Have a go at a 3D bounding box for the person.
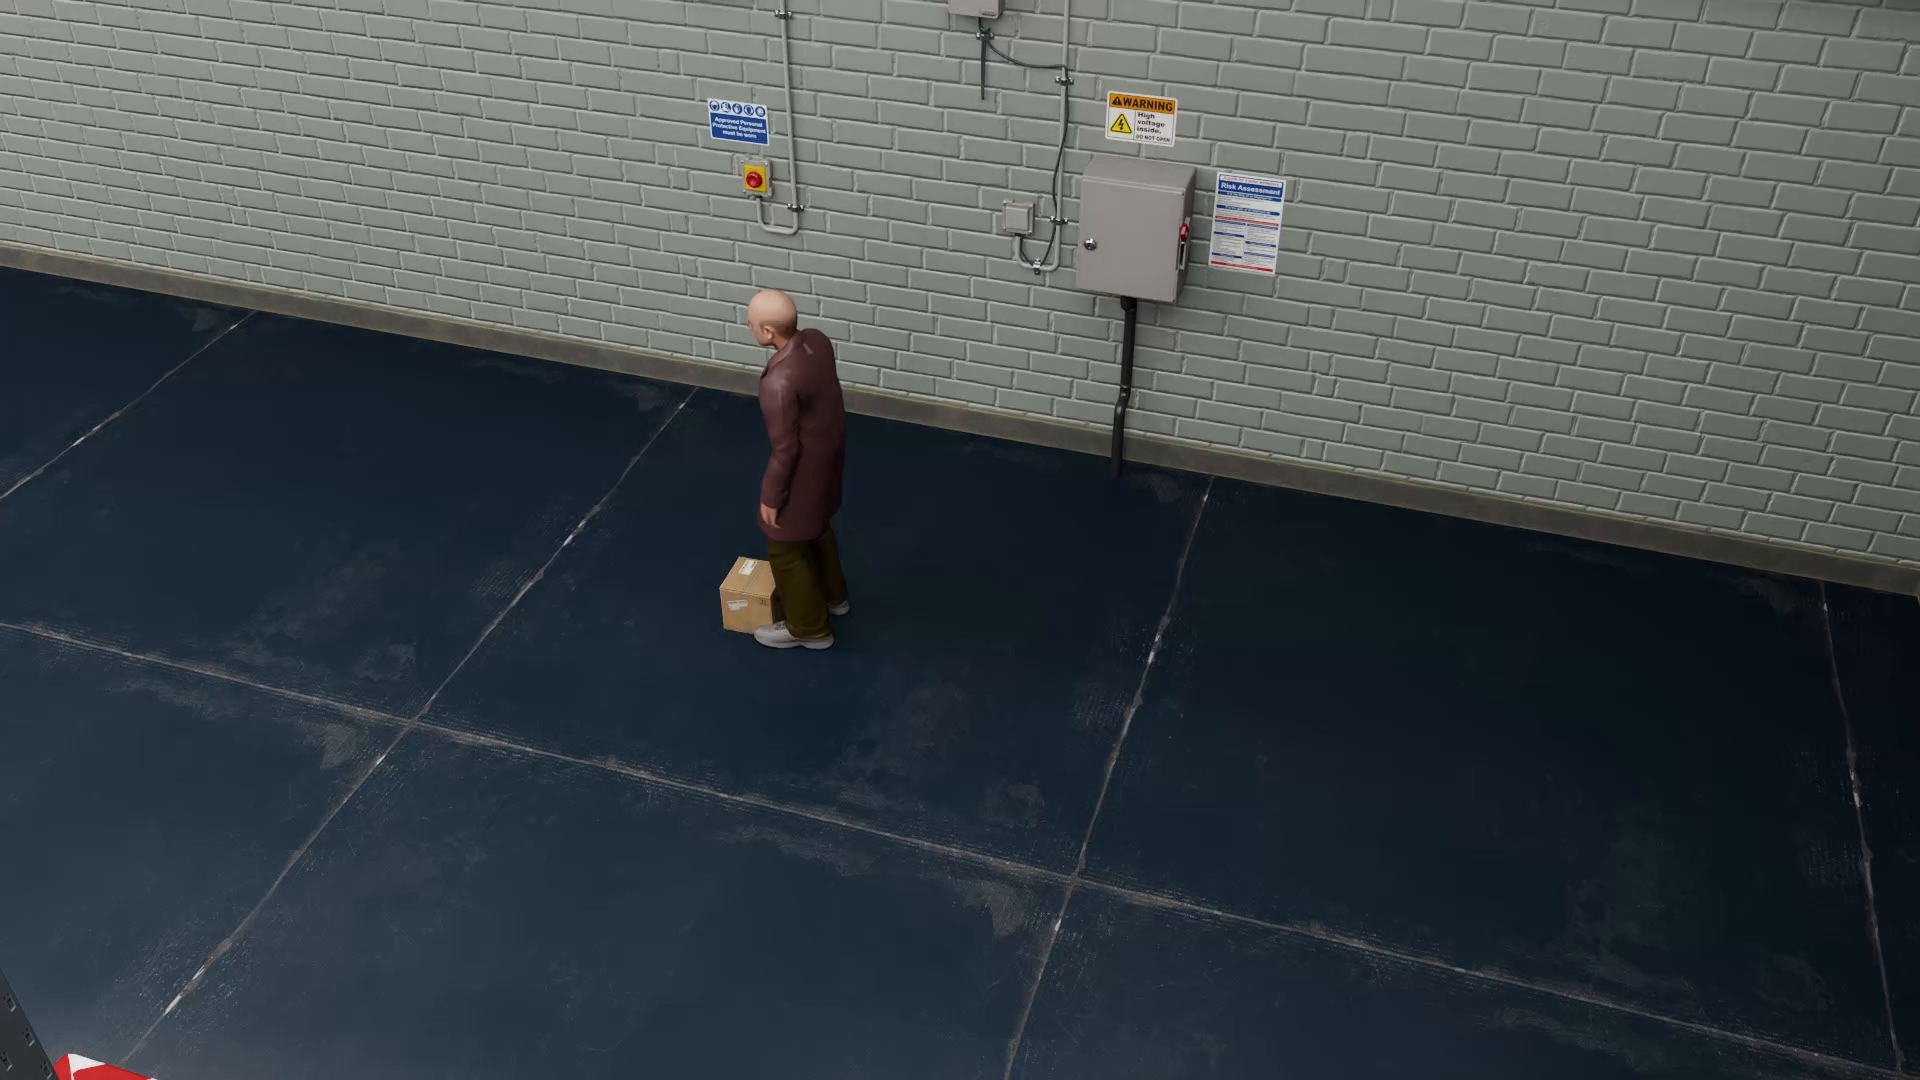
[{"bbox_3d":[-0.716,-0.306,7.318,0.428,1.773,0.641,10,38,14],"label":"person"}]
